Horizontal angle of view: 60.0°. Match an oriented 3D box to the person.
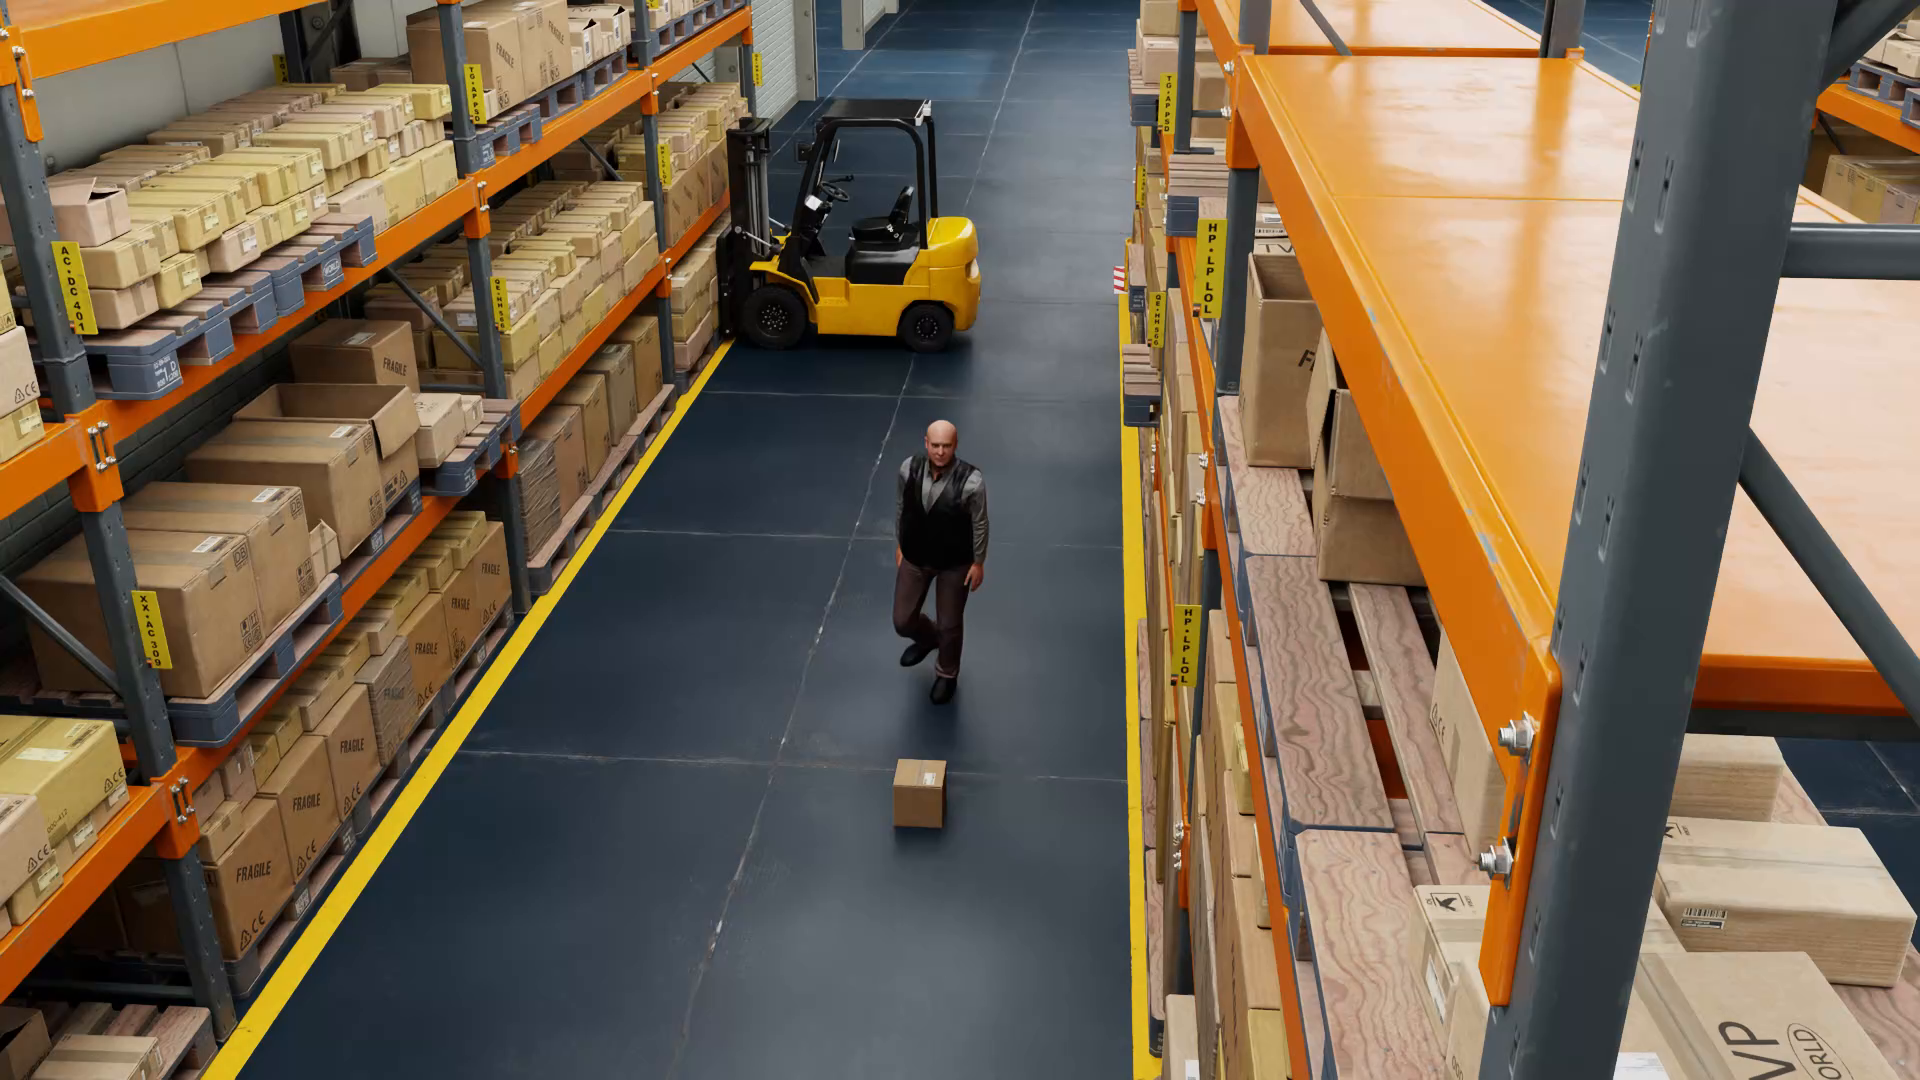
[{"bbox_3d":[-0.101,0.094,9.411,0.581,1.721,0.504,8,26,17],"label":"person"}]
